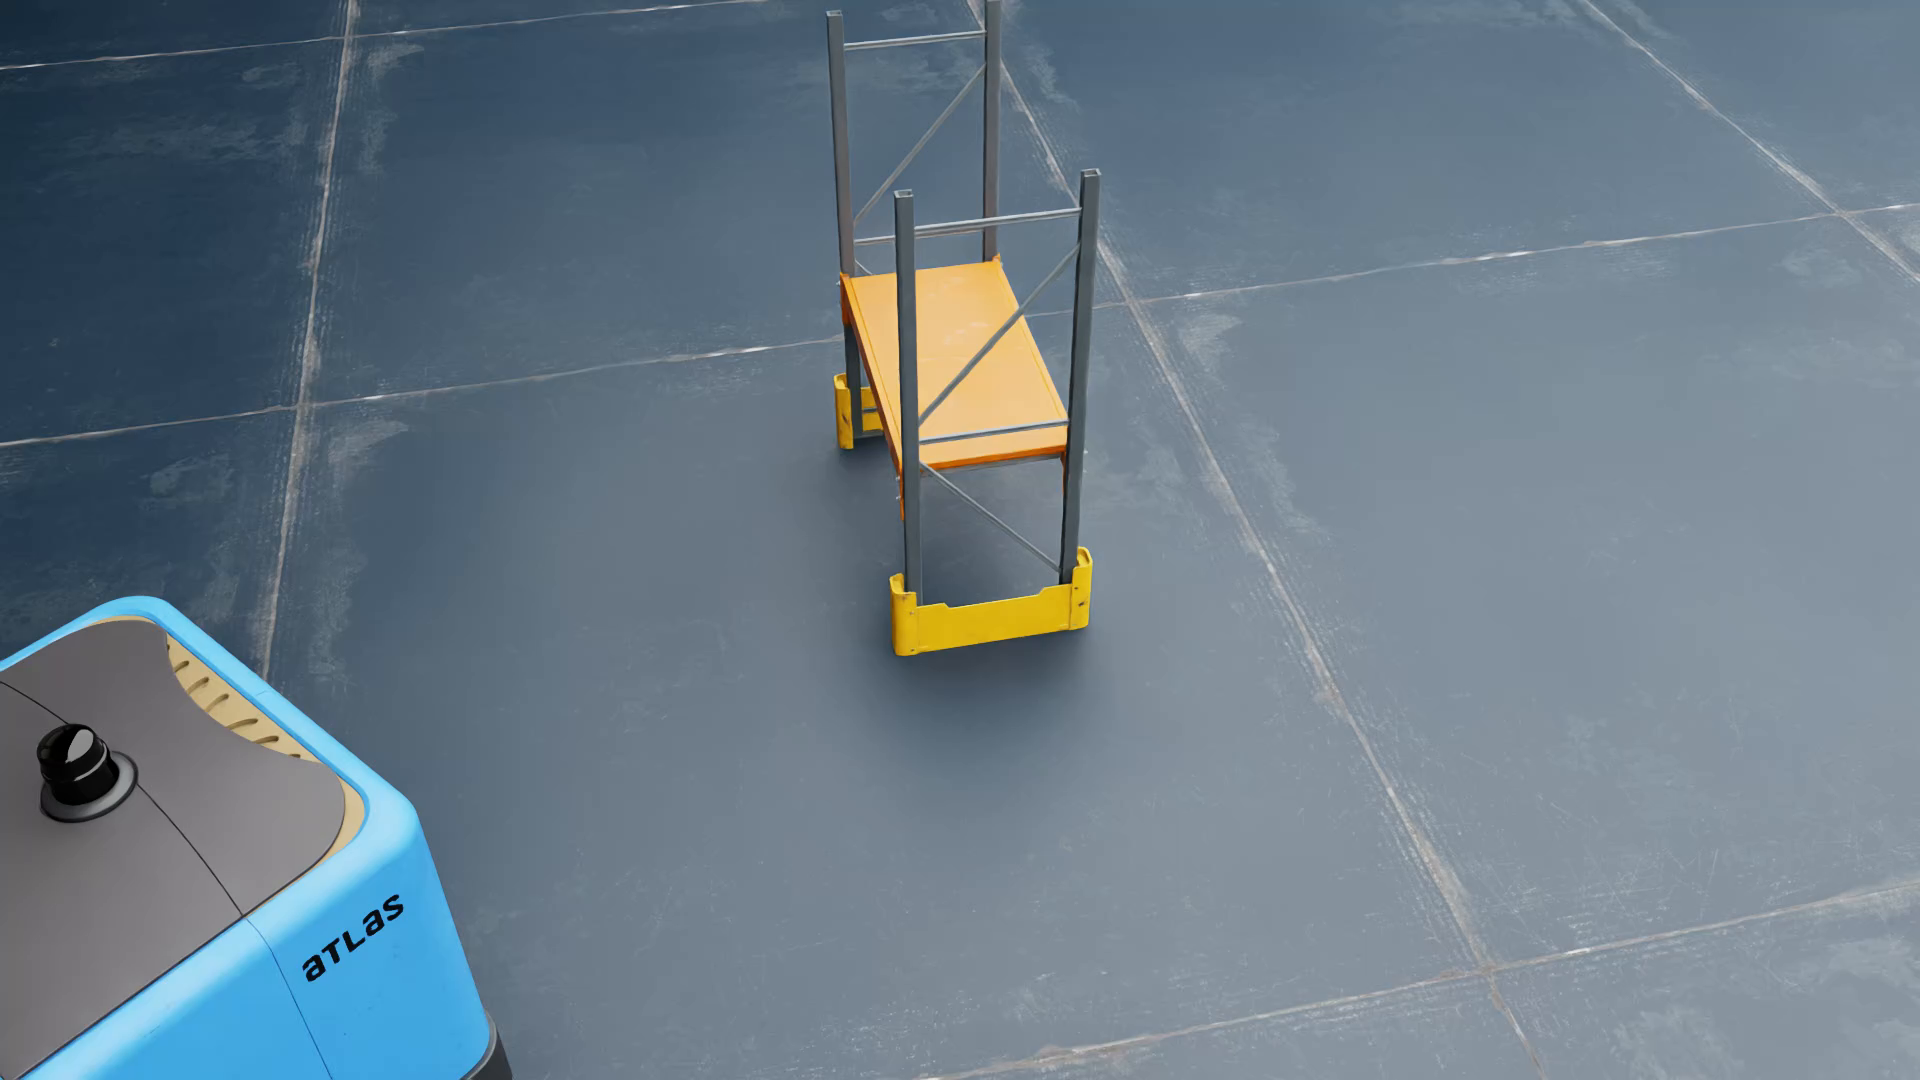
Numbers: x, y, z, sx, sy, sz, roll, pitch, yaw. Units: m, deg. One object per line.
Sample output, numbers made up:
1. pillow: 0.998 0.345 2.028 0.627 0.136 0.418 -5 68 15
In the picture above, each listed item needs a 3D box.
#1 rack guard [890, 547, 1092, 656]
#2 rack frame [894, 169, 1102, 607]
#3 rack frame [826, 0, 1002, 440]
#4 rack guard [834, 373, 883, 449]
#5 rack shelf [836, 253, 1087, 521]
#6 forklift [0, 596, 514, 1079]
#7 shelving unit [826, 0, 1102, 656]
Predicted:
1. rack guard: 0.091 0.180 4.859 0.587 0.250 0.087 -8 42 -9
2. rack frame: 0.091 -0.287 4.443 0.500 1.500 0.032 -8 42 -9
3. rack frame: -0.128 -0.946 5.186 0.500 1.500 0.032 -8 42 -9
4. rack guard: -0.124 -0.466 5.586 0.587 0.250 0.087 -8 42 -9
5. rack shelf: -0.018 -0.482 4.934 0.538 0.185 1.000 -8 42 -9
6. forklift: -2.324 0.756 2.191 1.130 2.935 3.031 29 49 29
7. shelving unit: -0.016 -0.610 4.808 0.587 1.500 1.083 -8 42 -9
